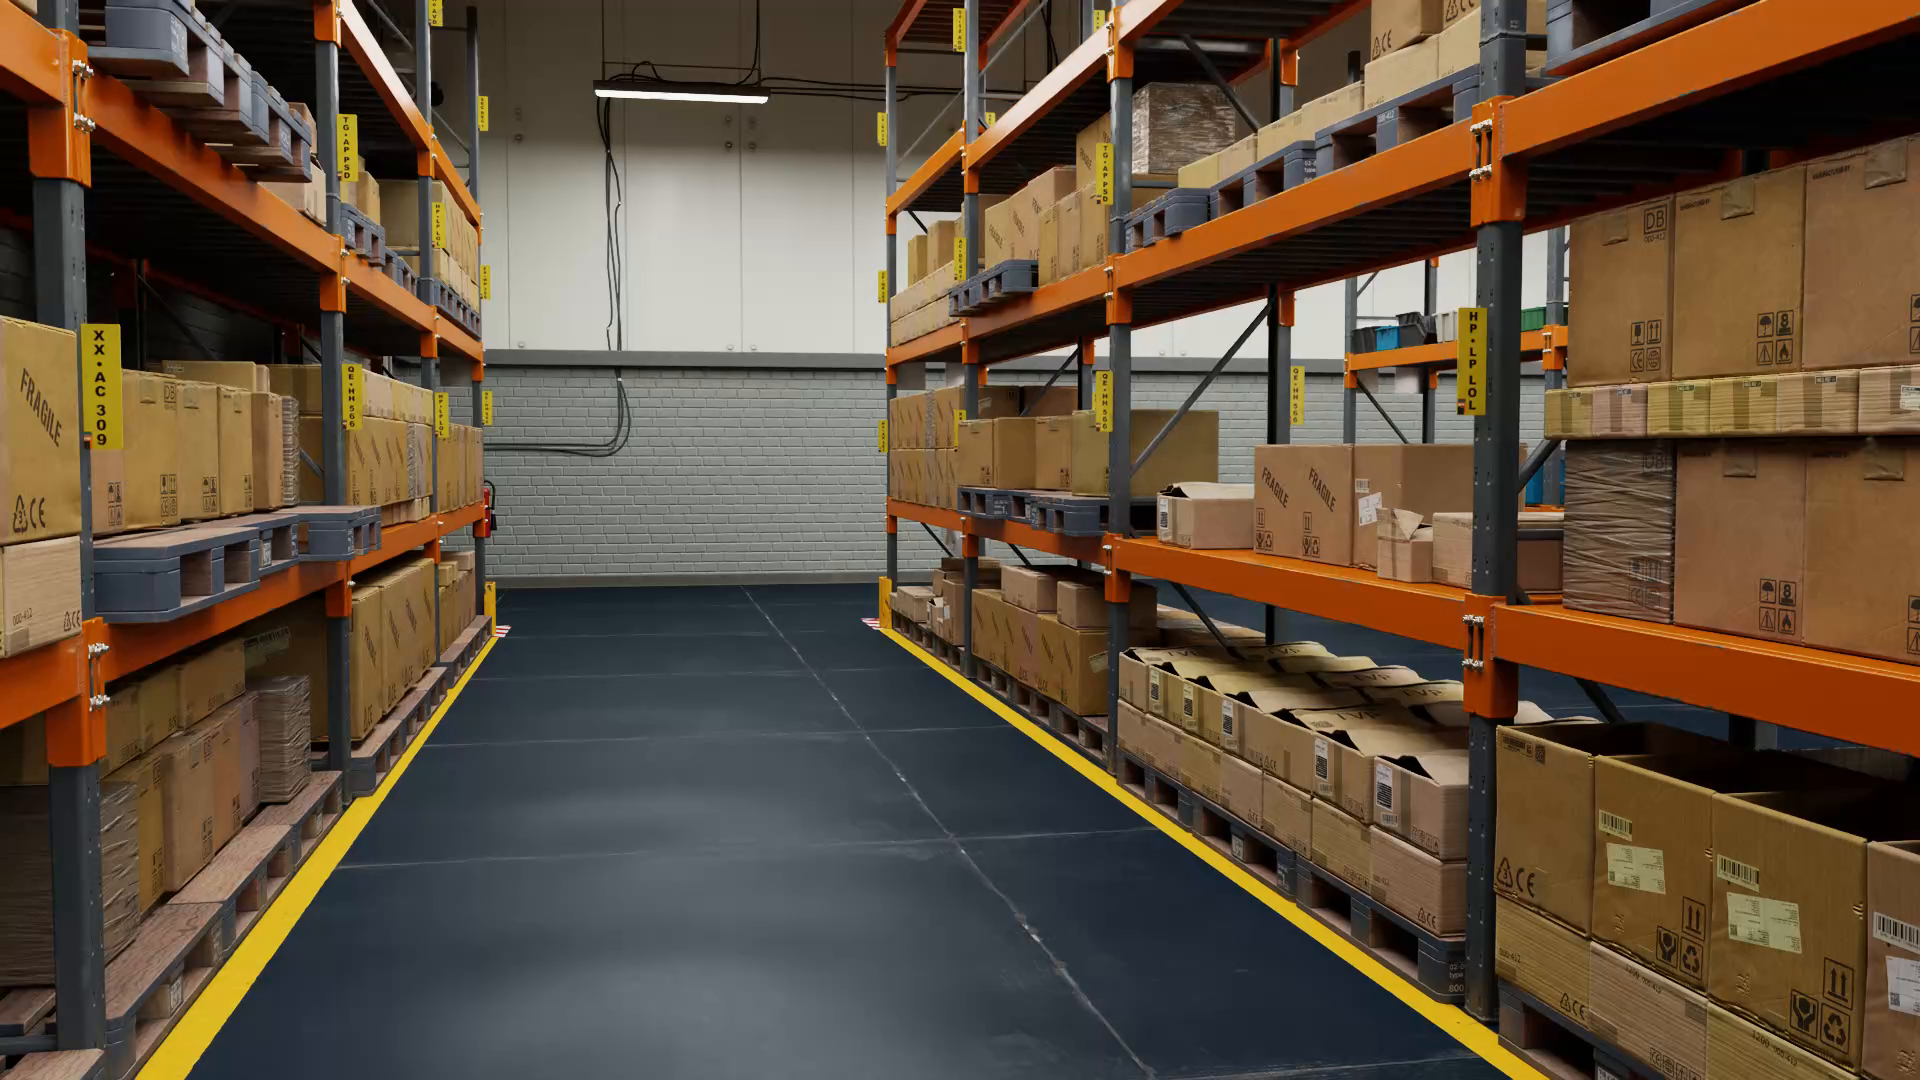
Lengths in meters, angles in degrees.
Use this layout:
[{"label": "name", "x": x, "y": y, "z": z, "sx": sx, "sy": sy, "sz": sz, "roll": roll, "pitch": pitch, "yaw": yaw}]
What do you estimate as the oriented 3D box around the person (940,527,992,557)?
[{"label": "person", "x": 0.066, "y": 0.022, "z": 19.162, "sx": 0.588, "sy": 1.496, "sz": 0.743, "roll": -1, "pitch": 3, "yaw": -11}]
